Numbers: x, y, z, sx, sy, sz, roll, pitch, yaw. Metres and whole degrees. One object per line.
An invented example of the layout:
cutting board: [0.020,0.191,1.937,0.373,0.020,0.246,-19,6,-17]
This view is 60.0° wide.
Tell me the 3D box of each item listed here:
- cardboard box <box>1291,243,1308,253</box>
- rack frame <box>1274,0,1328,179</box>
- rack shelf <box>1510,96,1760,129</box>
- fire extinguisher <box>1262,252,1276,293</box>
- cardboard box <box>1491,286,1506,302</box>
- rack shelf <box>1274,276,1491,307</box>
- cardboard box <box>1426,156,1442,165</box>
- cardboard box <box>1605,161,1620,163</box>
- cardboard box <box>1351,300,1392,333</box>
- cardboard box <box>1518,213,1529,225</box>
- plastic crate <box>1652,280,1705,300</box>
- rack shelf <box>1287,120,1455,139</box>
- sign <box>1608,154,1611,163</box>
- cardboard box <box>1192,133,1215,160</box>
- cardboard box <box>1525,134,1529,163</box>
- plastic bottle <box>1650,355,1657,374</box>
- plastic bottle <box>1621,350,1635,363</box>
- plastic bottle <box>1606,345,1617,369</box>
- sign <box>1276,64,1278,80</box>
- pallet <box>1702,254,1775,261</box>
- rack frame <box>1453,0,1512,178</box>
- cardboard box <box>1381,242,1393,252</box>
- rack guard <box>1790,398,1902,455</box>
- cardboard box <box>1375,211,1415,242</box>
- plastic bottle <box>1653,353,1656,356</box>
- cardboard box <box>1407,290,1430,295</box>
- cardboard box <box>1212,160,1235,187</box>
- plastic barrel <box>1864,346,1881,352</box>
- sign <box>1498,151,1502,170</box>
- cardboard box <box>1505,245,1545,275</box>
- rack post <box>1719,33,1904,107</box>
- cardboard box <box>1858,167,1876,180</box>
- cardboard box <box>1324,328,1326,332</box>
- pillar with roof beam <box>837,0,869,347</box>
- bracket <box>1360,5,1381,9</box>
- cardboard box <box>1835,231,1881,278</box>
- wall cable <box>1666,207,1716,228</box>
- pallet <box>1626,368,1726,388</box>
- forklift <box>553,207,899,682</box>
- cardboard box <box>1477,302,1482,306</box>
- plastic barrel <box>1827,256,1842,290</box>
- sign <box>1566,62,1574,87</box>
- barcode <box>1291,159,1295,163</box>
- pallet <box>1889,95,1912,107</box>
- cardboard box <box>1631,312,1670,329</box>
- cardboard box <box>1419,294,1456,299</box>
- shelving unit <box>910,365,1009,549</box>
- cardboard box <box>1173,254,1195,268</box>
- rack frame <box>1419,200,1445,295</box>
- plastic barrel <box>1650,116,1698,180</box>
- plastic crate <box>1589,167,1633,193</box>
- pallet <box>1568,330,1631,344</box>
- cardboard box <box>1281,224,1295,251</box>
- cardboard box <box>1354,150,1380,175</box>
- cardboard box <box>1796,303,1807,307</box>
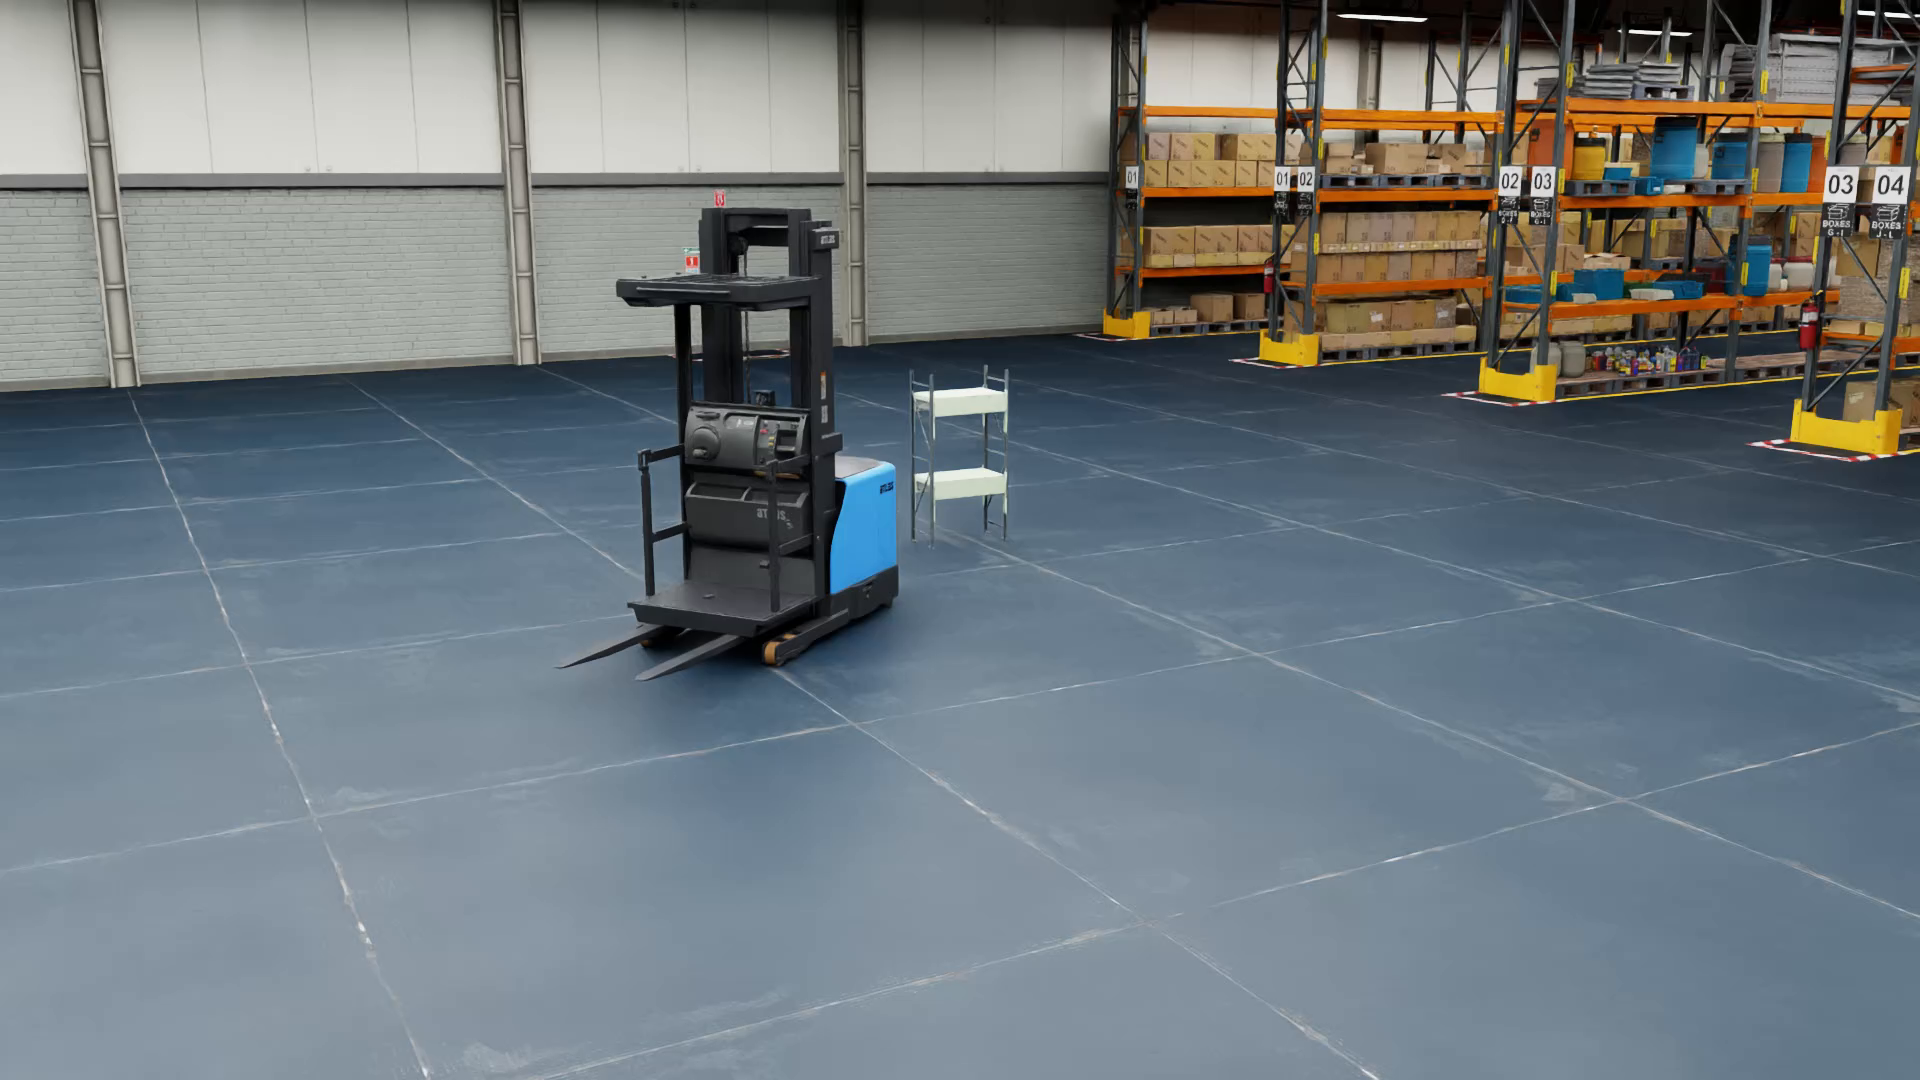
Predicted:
cardboard box: [5.770,-4.902,27.854,0.250,0.149,0.380,-7,15,-29]
rack frame: [5.526,-7.387,26.935,0.127,3.000,1.000,-7,14,-28]
rack shelf: [9.651,-6.096,23.750,4.000,0.370,1.077,-7,14,-28]
fire extinguisher: [5.199,-4.499,27.945,0.183,0.674,0.296,-7,14,-28]
cardboard box: [11.651,-5.555,36.399,0.750,0.750,0.750,-7,14,-28]
rack shelf: [7.281,-4.319,28.608,4.000,0.370,1.077,-7,14,-28]
cardboard box: [7.994,-6.515,28.821,0.500,0.311,0.500,-8,15,-31]
cardboard box: [14.415,-8.342,37.171,0.500,0.250,0.500,-7,14,-28]
cardboard box: [6.974,-3.811,28.308,0.500,0.500,0.500,-7,14,-28]
cardboard box: [12.046,-6.988,36.170,0.500,0.250,0.500,-7,15,-29]
plastic crate: [10.565,-3.684,24.487,0.616,0.251,0.499,-7,14,-28]
rack shelf: [8.415,-8.426,34.103,4.000,0.370,1.077,-7,14,-28]
sign: [12.289,-7.122,31.413,0.005,0.325,0.100,-7,14,-28]
cardboard box: [4.512,-7.517,31.794,0.500,0.500,0.500,-6,14,-26]
cardboard box: [10.086,-6.963,29.563,0.500,0.500,0.500,-5,14,-22]
plastic bottle: [10.203,-2.587,24.484,0.097,0.271,0.097,0,13,0]
plastic bottle: [10.054,-2.716,25.047,0.135,0.276,0.152,-7,14,-28]
plastic bottle: [9.797,-2.759,25.067,0.185,0.351,0.144,-6,14,-26]
sign: [6.389,-9.401,33.398,0.005,0.325,0.100,-7,14,-28]
pallet: [15.305,-5.565,32.945,1.213,0.211,1.003,-7,14,-28]
rack frame: [9.037,-7.807,28.805,0.127,3.000,1.000,-7,14,-28]
cardboard box: [7.103,-4.961,28.115,0.250,0.149,0.380,-7,14,-29]
rack guard: [10.336,-1.339,19.419,0.348,0.500,1.175,-7,14,-28]
cardboard box: [7.329,-5.356,28.394,0.500,0.500,0.700,-7,14,-28]
plastic bottle: [10.332,-2.642,24.700,0.133,0.283,0.061,-7,14,-28]
cardboard box: [9.564,-5.165,35.419,0.500,0.500,0.700,-7,14,-27]
cardboard box: [4.965,-7.088,32.169,0.500,0.500,0.500,-6,14,-24]
plastic barrel: [15.339,-3.547,27.526,0.708,0.830,0.600,-7,14,-28]
sign: [9.304,-6.528,28.595,0.005,0.325,0.100,-7,14,-28]
cardboard box: [10.181,-5.062,30.044,0.500,0.500,0.500,-6,14,-24]
rack post: [13.094,-7.174,25.534,3.121,1.000,1.013,-7,14,-28]
cardboard box: [10.363,-4.224,19.150,0.250,0.149,0.380,-7,14,-28]
cardboard box: [6.288,-3.491,28.598,0.500,0.250,0.500,-7,14,-28]
pillar with roof beam: [0.145,-7.120,25.752,0.548,9.000,9.100,-7,14,-28]
bracket: [8.421,-10.856,34.155,0.430,0.232,0.235,-7,14,-28]
cardboard box: [10.633,-3.337,19.425,0.500,0.500,0.500,-7,14,-28]
wall cable: [17.863,-7.910,40.611,1.851,1.984,0.084,-7,14,-28]
pallet: [10.797,-2.503,25.248,1.213,0.211,1.003,-7,14,-28]
forklift: [-1.543,-0.708,11.081,1.130,2.935,3.031,6,14,25]
cardboard box: [9.708,-4.171,30.341,0.500,0.311,0.500,-6,14,-26]
plastic barrel: [13.747,-4.207,26.217,0.421,0.512,0.421,0,13,0]
sign: [8.156,-6.223,22.242,0.005,0.325,0.100,-7,14,-28]
barcode: [5.560,-6.331,27.755,0.075,0.075,0.001,-7,14,-28]
pallet: [15.566,-7.056,26.807,1.003,0.211,1.213,-7,14,-28]
cardboard box: [13.084,-4.289,31.528,0.500,0.500,0.500,-6,14,-25]
cardboard box: [8.480,-4.121,29.689,0.500,0.500,0.500,-7,14,-28]
shelving unit: [-0.006,-0.731,14.441,0.755,1.500,0.431,-7,14,-28]
cardboard box: [4.178,-5.398,32.060,0.500,0.250,0.500,-7,15,-30]
rack frame: [10.171,-6.256,35.574,0.127,3.000,1.000,-7,14,-28]
plastic barrel: [10.482,-5.754,24.416,0.708,0.901,0.600,-7,14,-28]
plastic crate: [9.425,-5.219,24.172,0.575,0.384,0.392,-7,14,-28]
pallet: [11.806,-3.862,31.288,1.213,0.211,1.003,-7,14,-28]
cardboard box: [6.393,-6.028,33.150,0.500,0.500,0.500,-7,14,-28]
cardboard box: [8.261,-7.724,34.081,0.500,0.500,0.500,-7,15,-30]
cardboard box: [17.081,-4.819,34.310,0.500,0.311,0.500,-7,14,-28]
